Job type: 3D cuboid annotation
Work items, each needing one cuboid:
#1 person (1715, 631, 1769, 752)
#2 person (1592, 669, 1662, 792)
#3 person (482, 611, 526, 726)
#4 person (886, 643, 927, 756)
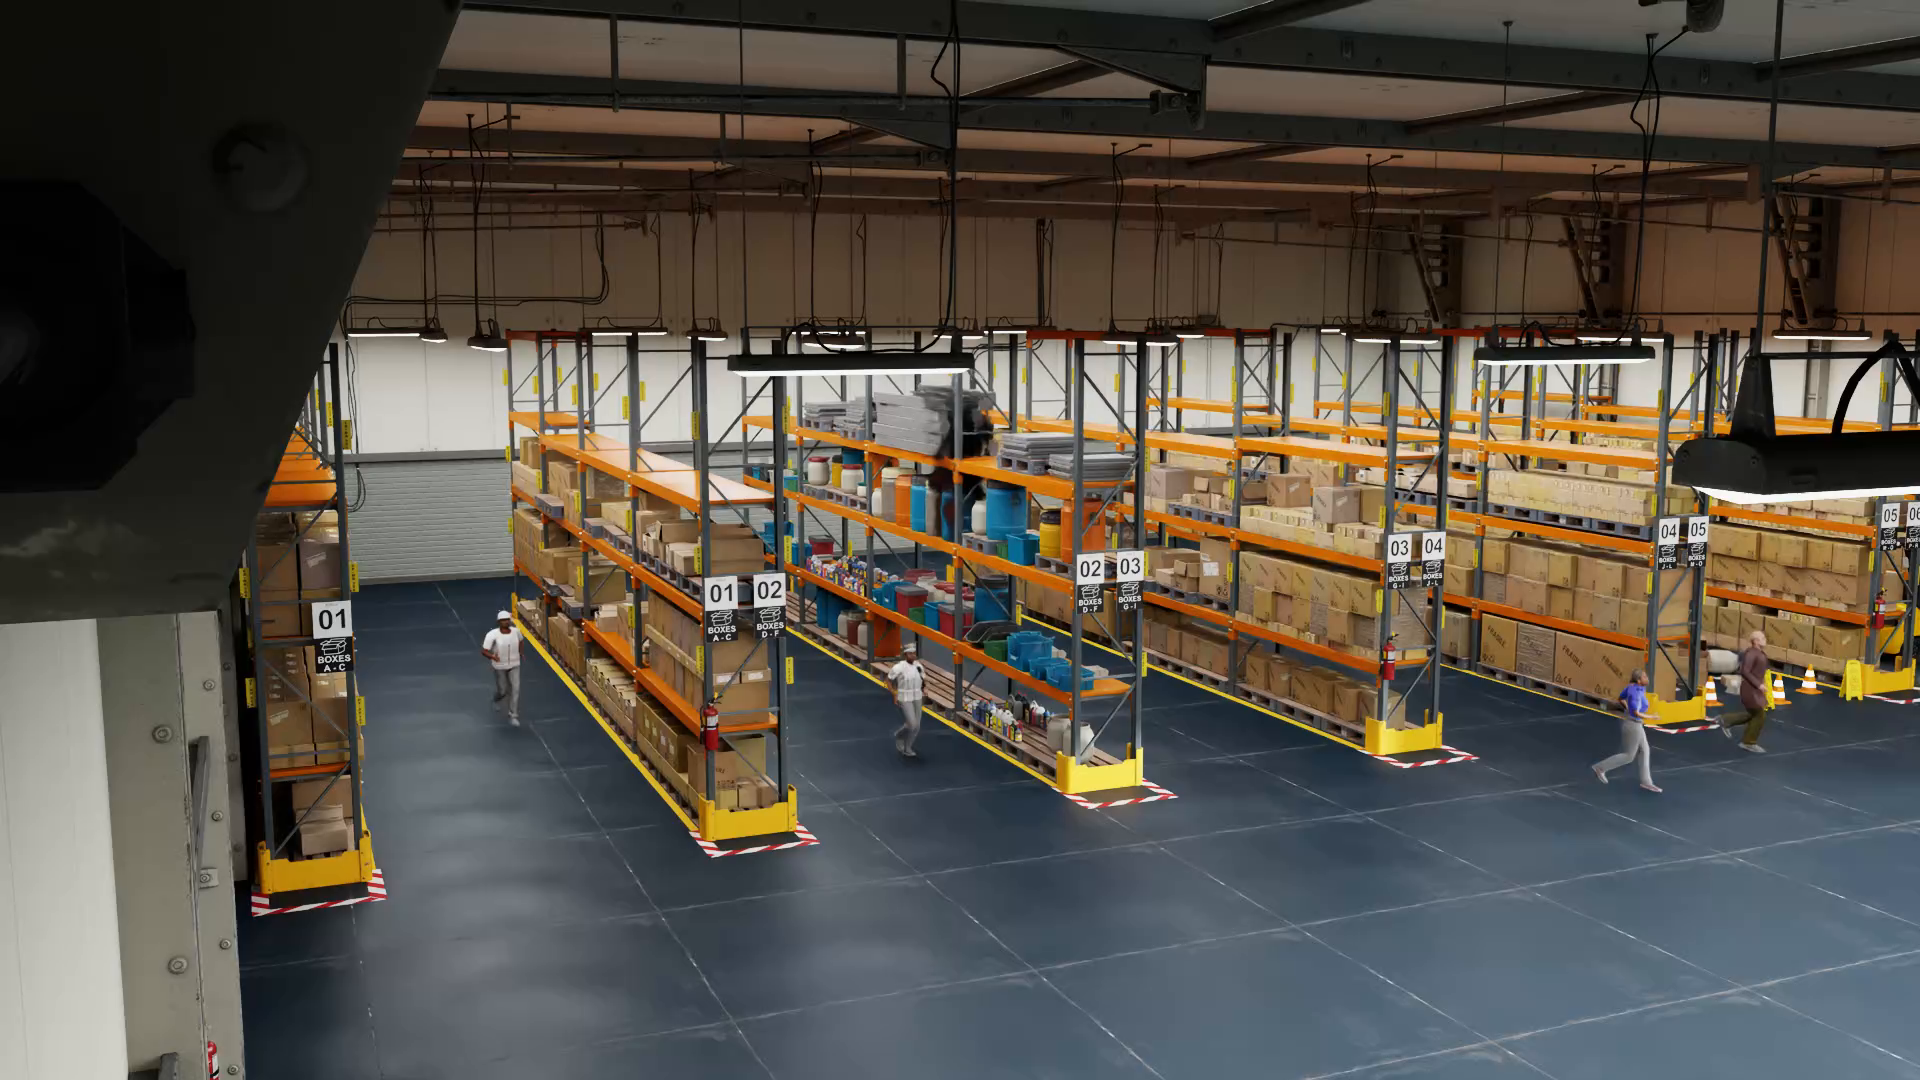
[{"bbox_3d":[11.435,2.190,24.270,0.720,1.779,0.720,4,9,29],"label":"person"},{"bbox_3d":[8.907,2.531,22.137,0.908,1.649,0.588,2,8,16],"label":"person"},{"bbox_3d":[-7.029,1.961,25.756,0.699,1.752,0.923,-5,9,-32],"label":"person"},{"bbox_3d":[-0.691,2.288,23.742,0.574,1.653,0.556,-5,9,-33],"label":"person"}]
